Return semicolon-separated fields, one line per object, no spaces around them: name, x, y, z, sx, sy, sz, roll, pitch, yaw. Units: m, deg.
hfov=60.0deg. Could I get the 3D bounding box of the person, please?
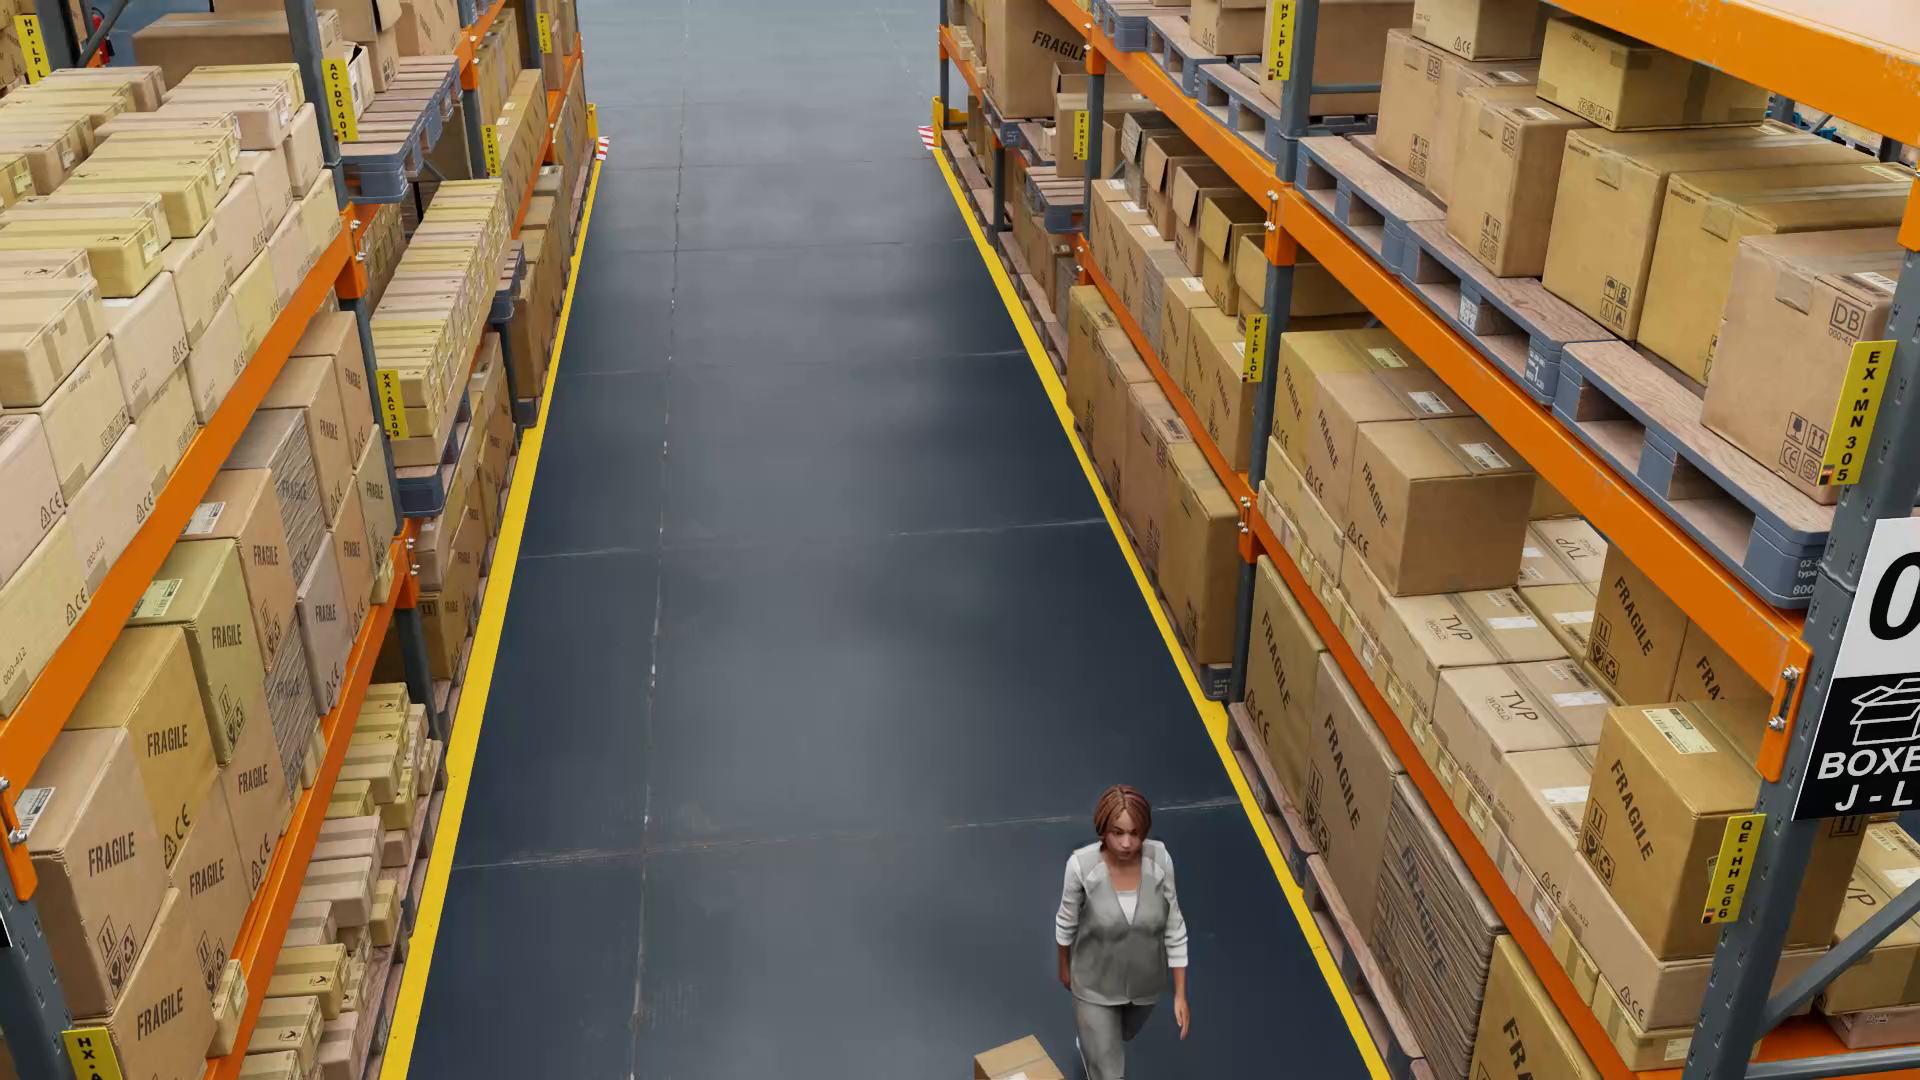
person;0.558;1.517;5.710;0.414;1.541;0.944;-7;28;-13
